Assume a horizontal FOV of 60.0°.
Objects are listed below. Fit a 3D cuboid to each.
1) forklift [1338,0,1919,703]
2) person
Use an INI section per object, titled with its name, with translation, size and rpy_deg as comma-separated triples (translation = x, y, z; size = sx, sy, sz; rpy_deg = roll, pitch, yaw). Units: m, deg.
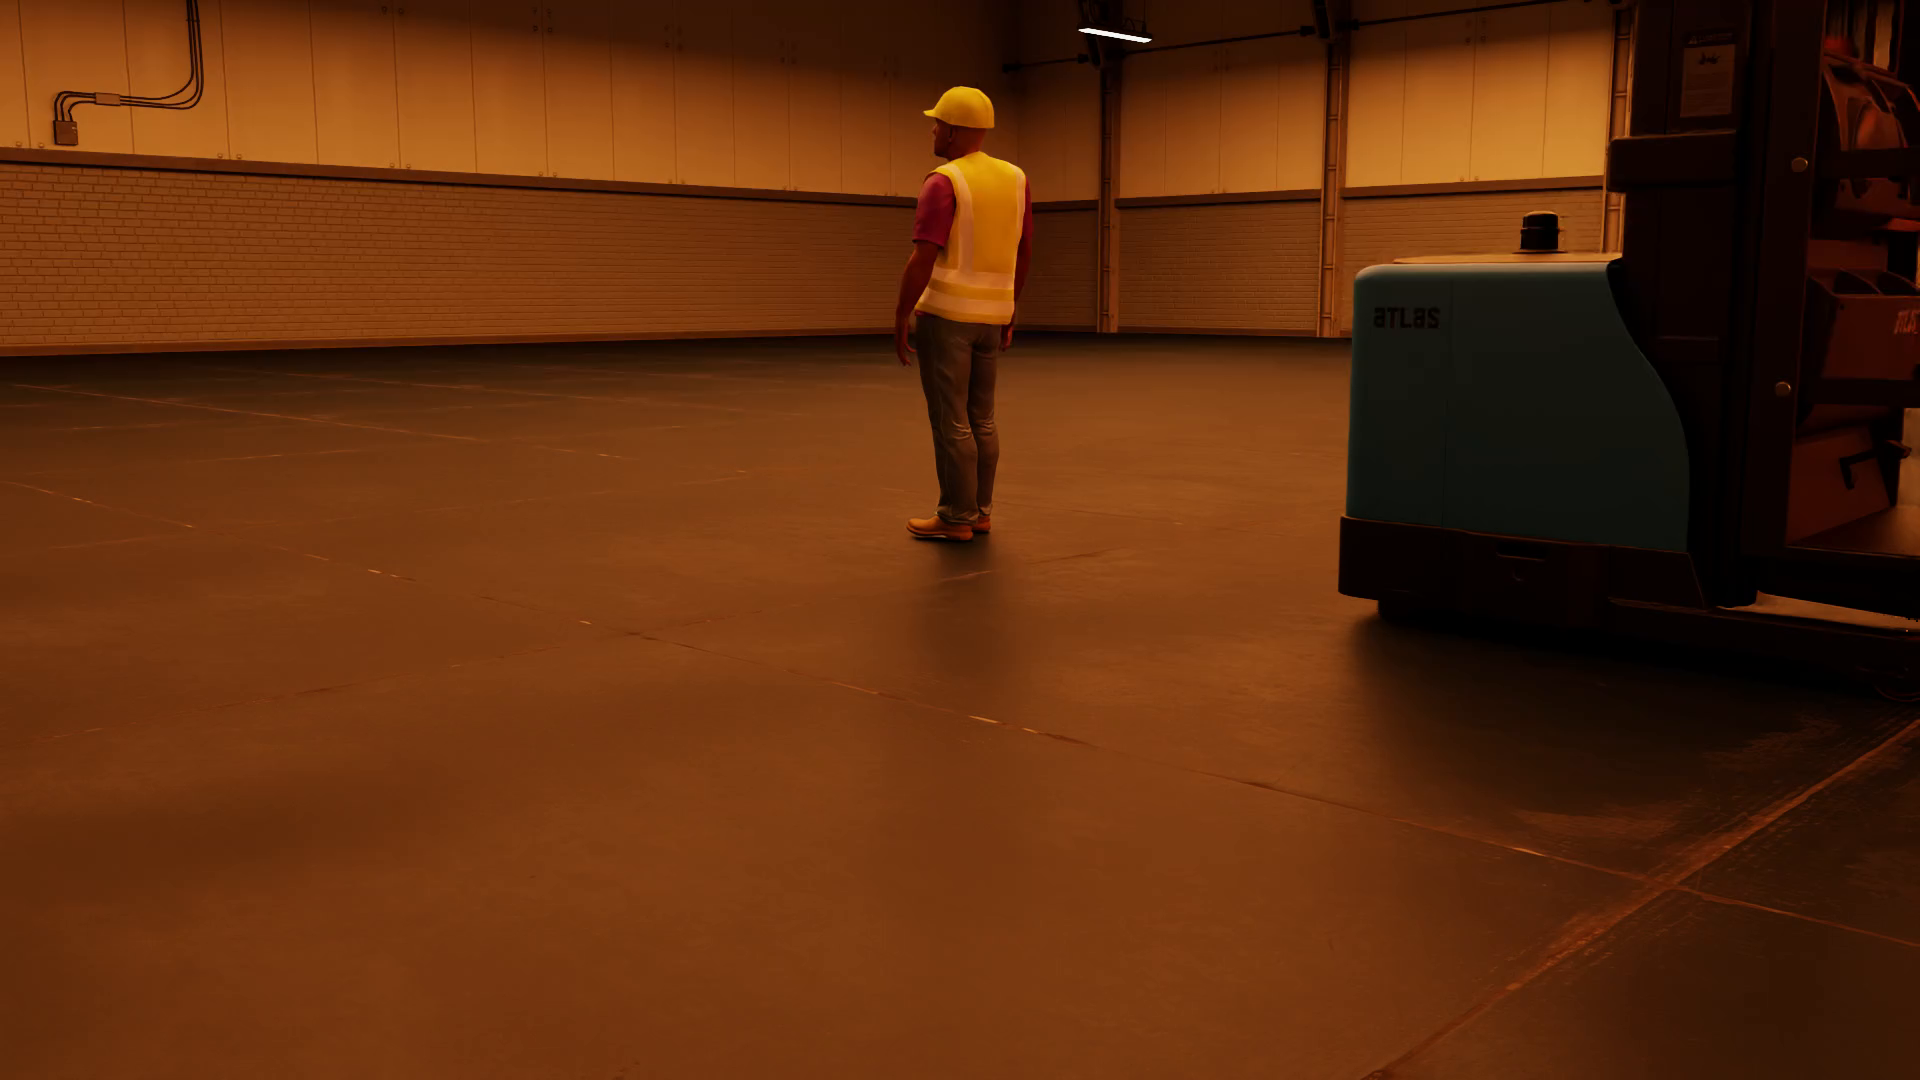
[forklift]
translation = 2.600, -1.119, 4.305
size = 3.031, 2.935, 1.130
rpy_deg = 8, 12, 42
[person]
translation = -0.047, -0.888, 6.637
size = 0.575, 1.768, 0.666
rpy_deg = 8, 12, 43
